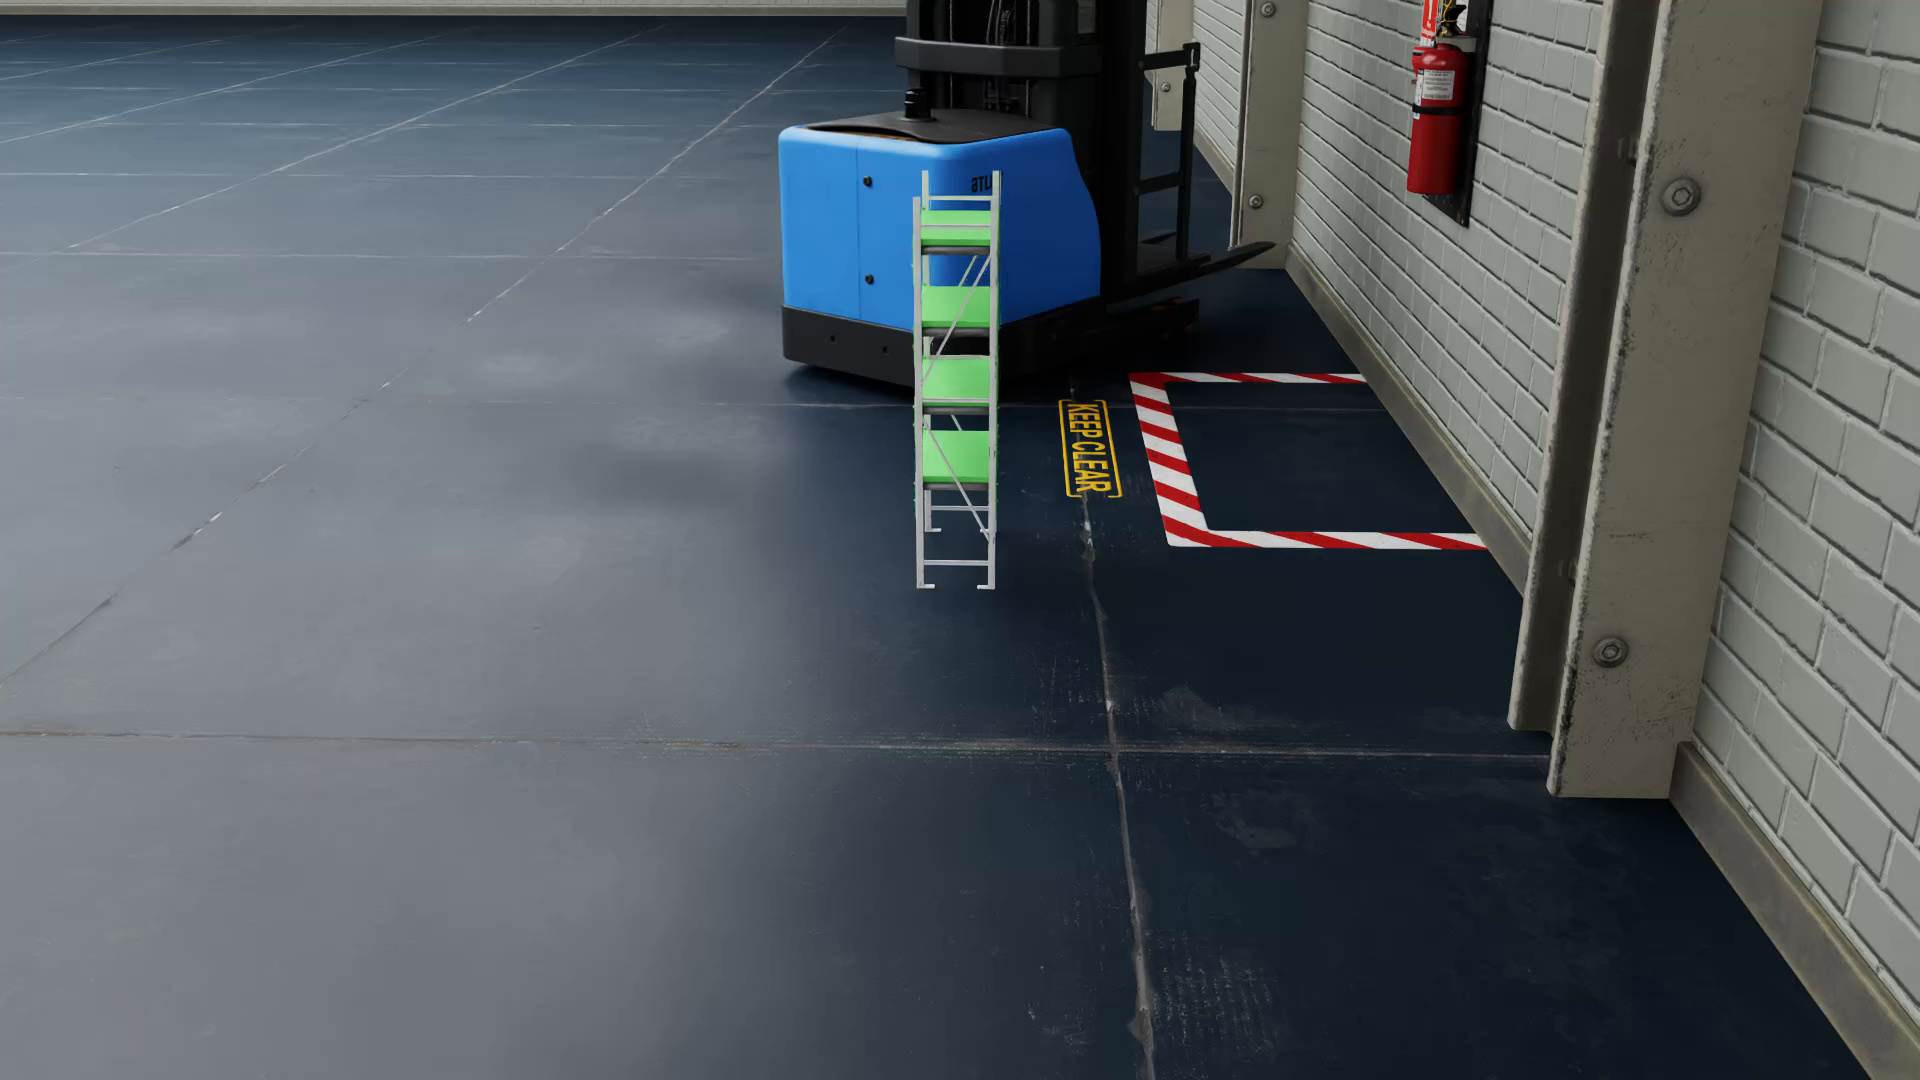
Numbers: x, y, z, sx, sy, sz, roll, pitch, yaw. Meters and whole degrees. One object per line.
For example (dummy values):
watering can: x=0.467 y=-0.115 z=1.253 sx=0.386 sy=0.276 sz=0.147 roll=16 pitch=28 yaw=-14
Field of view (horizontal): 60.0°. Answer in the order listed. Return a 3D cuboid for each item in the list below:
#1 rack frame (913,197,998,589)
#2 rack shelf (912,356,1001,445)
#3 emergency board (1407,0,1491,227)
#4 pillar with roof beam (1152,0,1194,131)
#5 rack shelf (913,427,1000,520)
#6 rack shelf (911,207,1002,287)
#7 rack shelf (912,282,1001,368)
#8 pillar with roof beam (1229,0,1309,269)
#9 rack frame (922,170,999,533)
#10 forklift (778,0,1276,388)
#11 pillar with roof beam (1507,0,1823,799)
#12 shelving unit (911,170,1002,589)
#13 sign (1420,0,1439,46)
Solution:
rack frame: x=-0.012 y=-0.411 z=4.930 sx=0.240 sy=1.200 sz=0.015 roll=1 pitch=21 yaw=2
rack shelf: x=-0.005 y=-0.440 z=5.181 sx=0.258 sy=0.148 sz=0.480 roll=1 pitch=21 yaw=2
emergency board: x=1.684 y=-1.751 z=5.896 sx=0.194 sy=1.169 sz=0.643 roll=1 pitch=21 yaw=2
pillar with roof beam: x=-2.368 y=-8.041 z=13.813 sx=9.100 sy=9.000 sz=0.400 roll=1 pitch=21 yaw=2
rack shelf: x=-0.005 y=-0.216 z=5.268 sx=0.258 sy=0.148 sz=0.480 roll=1 pitch=21 yaw=2
rack shelf: x=-0.005 y=-0.887 z=5.007 sx=0.258 sy=0.148 sz=0.480 roll=1 pitch=21 yaw=2
rack shelf: x=-0.005 y=-0.664 z=5.094 sx=0.258 sy=0.148 sz=0.480 roll=1 pitch=21 yaw=2
pillar with roof beam: x=-2.550 y=-5.872 z=8.222 sx=9.100 sy=9.000 sz=0.400 roll=1 pitch=21 yaw=2
rack frame: x=0.002 y=-0.588 z=5.385 sx=0.240 sy=1.200 sz=0.015 roll=1 pitch=21 yaw=2
forklift: x=0.521 y=-2.431 z=7.741 sx=1.130 sy=2.935 sz=3.031 roll=16 pitch=26 yaw=36
pillar with roof beam: x=-2.733 y=-3.702 z=2.631 sx=9.100 sy=9.000 sz=0.400 roll=1 pitch=21 yaw=2
shelving unit: x=-0.005 y=-0.500 z=5.158 sx=0.258 sy=1.200 sz=0.503 roll=1 pitch=21 yaw=2
sign: x=1.804 y=-1.967 z=6.402 sx=0.001 sy=0.329 sz=0.234 roll=1 pitch=21 yaw=2
